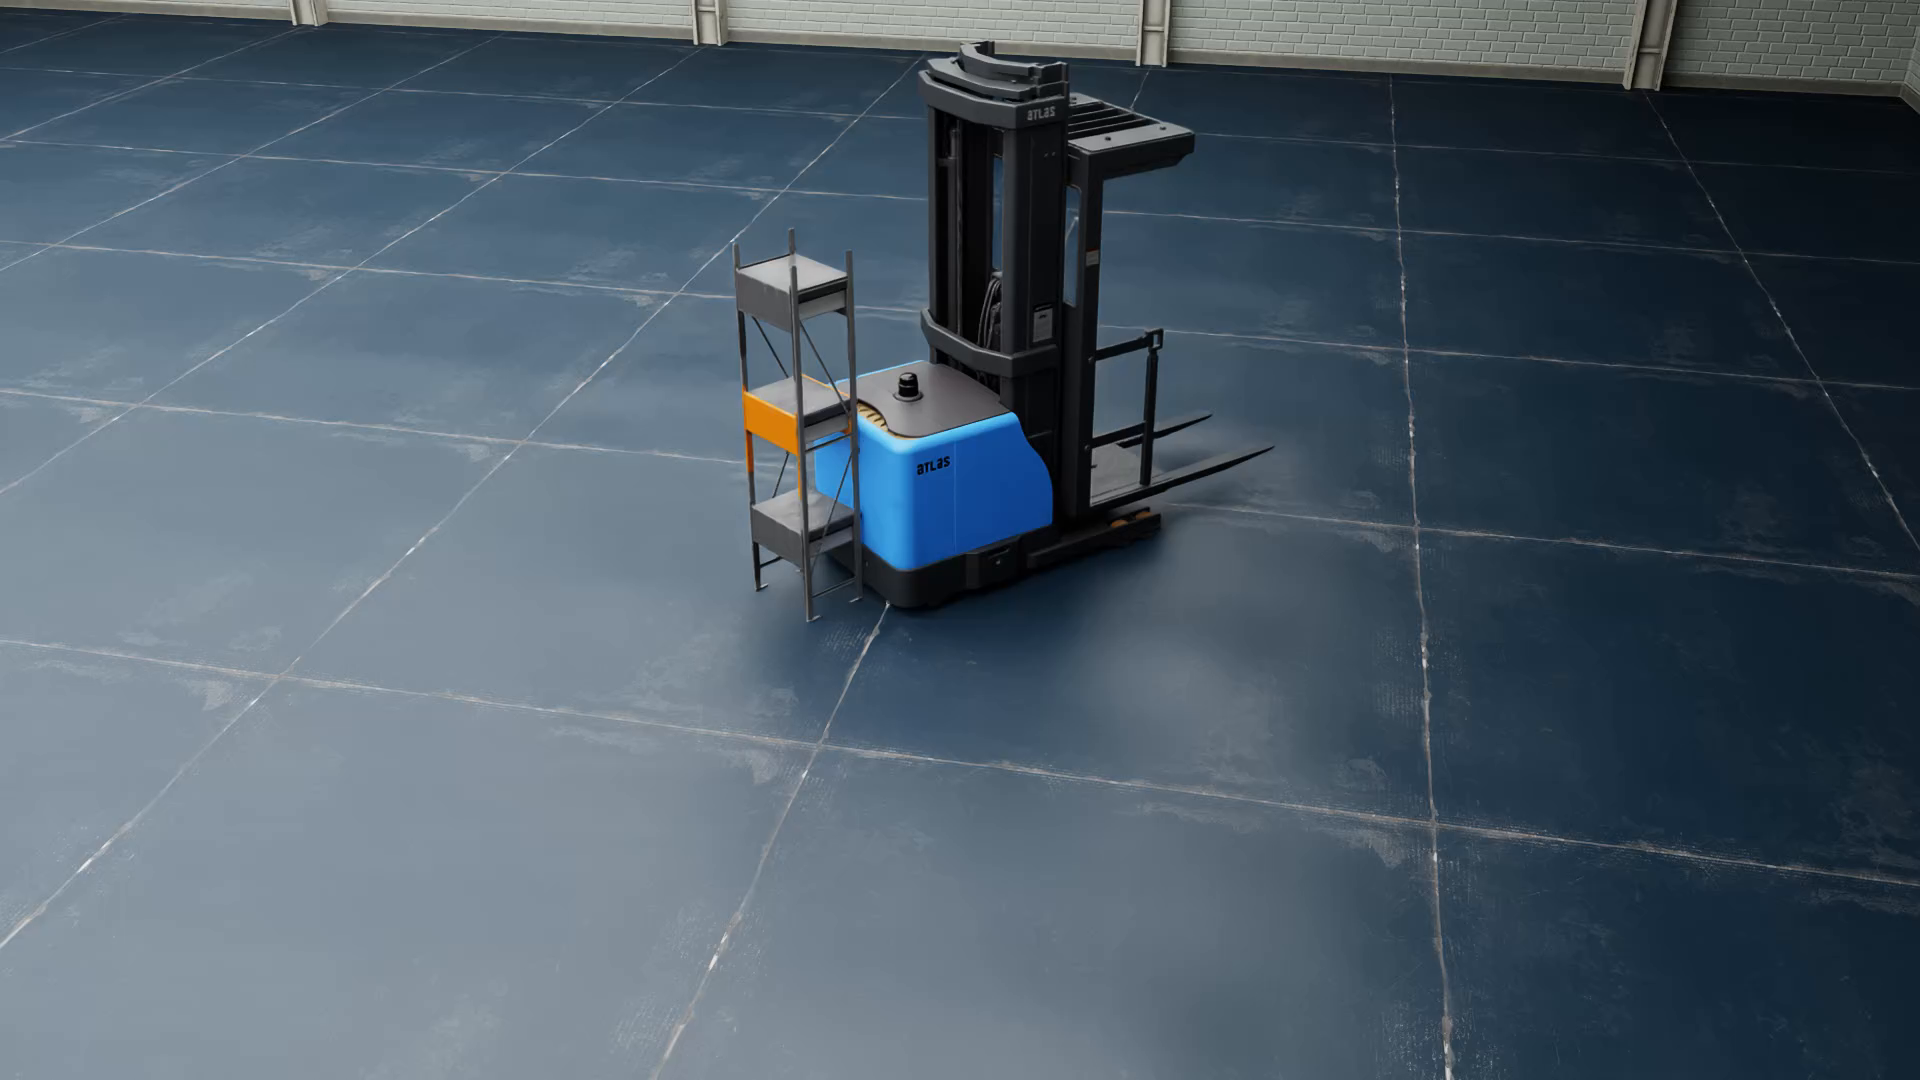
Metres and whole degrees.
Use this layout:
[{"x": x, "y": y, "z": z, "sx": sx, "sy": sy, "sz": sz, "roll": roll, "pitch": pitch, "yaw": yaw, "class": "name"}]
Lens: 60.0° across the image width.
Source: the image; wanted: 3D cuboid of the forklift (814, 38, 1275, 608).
[{"x": 0.632, "y": -1.436, "z": 9.821, "sx": 3.031, "sy": 2.935, "sz": 1.130, "roll": -18, "pitch": 33, "yaw": -29, "class": "forklift"}]

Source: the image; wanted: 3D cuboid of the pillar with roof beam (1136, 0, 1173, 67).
[{"x": 1.590, "y": -8.087, "z": 15.651, "sx": 0.400, "sy": 9.000, "sz": 9.100, "roll": 6, "pitch": 29, "yaw": 11, "class": "pillar with roof beam"}]

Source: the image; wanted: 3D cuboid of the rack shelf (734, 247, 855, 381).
[{"x": -0.877, "y": -1.208, "z": 8.839, "sx": 0.431, "sy": 0.518, "sz": 0.480, "roll": -24, "pitch": 37, "yaw": -37, "class": "rack shelf"}]

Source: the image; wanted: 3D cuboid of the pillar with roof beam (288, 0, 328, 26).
[{"x": -10.146, "y": -9.291, "z": 17.849, "sx": 0.400, "sy": 9.000, "sz": 9.100, "roll": 6, "pitch": 29, "yaw": 11, "class": "pillar with roof beam"}]

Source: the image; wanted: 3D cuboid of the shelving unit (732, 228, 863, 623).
[{"x": -0.878, "y": -0.605, "z": 9.167, "sx": 0.431, "sy": 2.100, "sz": 0.503, "roll": -24, "pitch": 37, "yaw": -37, "class": "shelving unit"}]

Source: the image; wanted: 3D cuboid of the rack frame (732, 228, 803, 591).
[{"x": -1.044, "y": -0.691, "z": 9.324, "sx": 0.400, "sy": 2.100, "sz": 0.015, "roll": -24, "pitch": 37, "yaw": -37, "class": "rack frame"}]

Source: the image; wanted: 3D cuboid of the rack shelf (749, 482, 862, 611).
[{"x": -0.880, "y": 0.021, "z": 9.509, "sx": 0.431, "sy": 0.518, "sz": 0.480, "roll": -24, "pitch": 37, "yaw": -37, "class": "rack shelf"}]

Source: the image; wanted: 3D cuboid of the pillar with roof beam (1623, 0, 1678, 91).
[{"x": 7.457, "y": -7.486, "z": 14.552, "sx": 0.400, "sy": 9.000, "sz": 9.100, "roll": 6, "pitch": 29, "yaw": 11, "class": "pillar with roof beam"}]

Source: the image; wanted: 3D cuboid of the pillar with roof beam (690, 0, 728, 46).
[{"x": -4.278, "y": -8.689, "z": 16.750, "sx": 0.400, "sy": 9.000, "sz": 9.100, "roll": 6, "pitch": 29, "yaw": 11, "class": "pillar with roof beam"}]

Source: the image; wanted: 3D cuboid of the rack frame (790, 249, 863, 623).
[{"x": -0.712, "y": -0.519, "z": 9.011, "sx": 0.400, "sy": 2.100, "sz": 0.015, "roll": -24, "pitch": 37, "yaw": -37, "class": "rack frame"}]

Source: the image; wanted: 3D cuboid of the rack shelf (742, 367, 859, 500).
[{"x": -0.878, "y": -0.593, "z": 9.174, "sx": 0.431, "sy": 0.518, "sz": 0.480, "roll": -24, "pitch": 37, "yaw": -37, "class": "rack shelf"}]
